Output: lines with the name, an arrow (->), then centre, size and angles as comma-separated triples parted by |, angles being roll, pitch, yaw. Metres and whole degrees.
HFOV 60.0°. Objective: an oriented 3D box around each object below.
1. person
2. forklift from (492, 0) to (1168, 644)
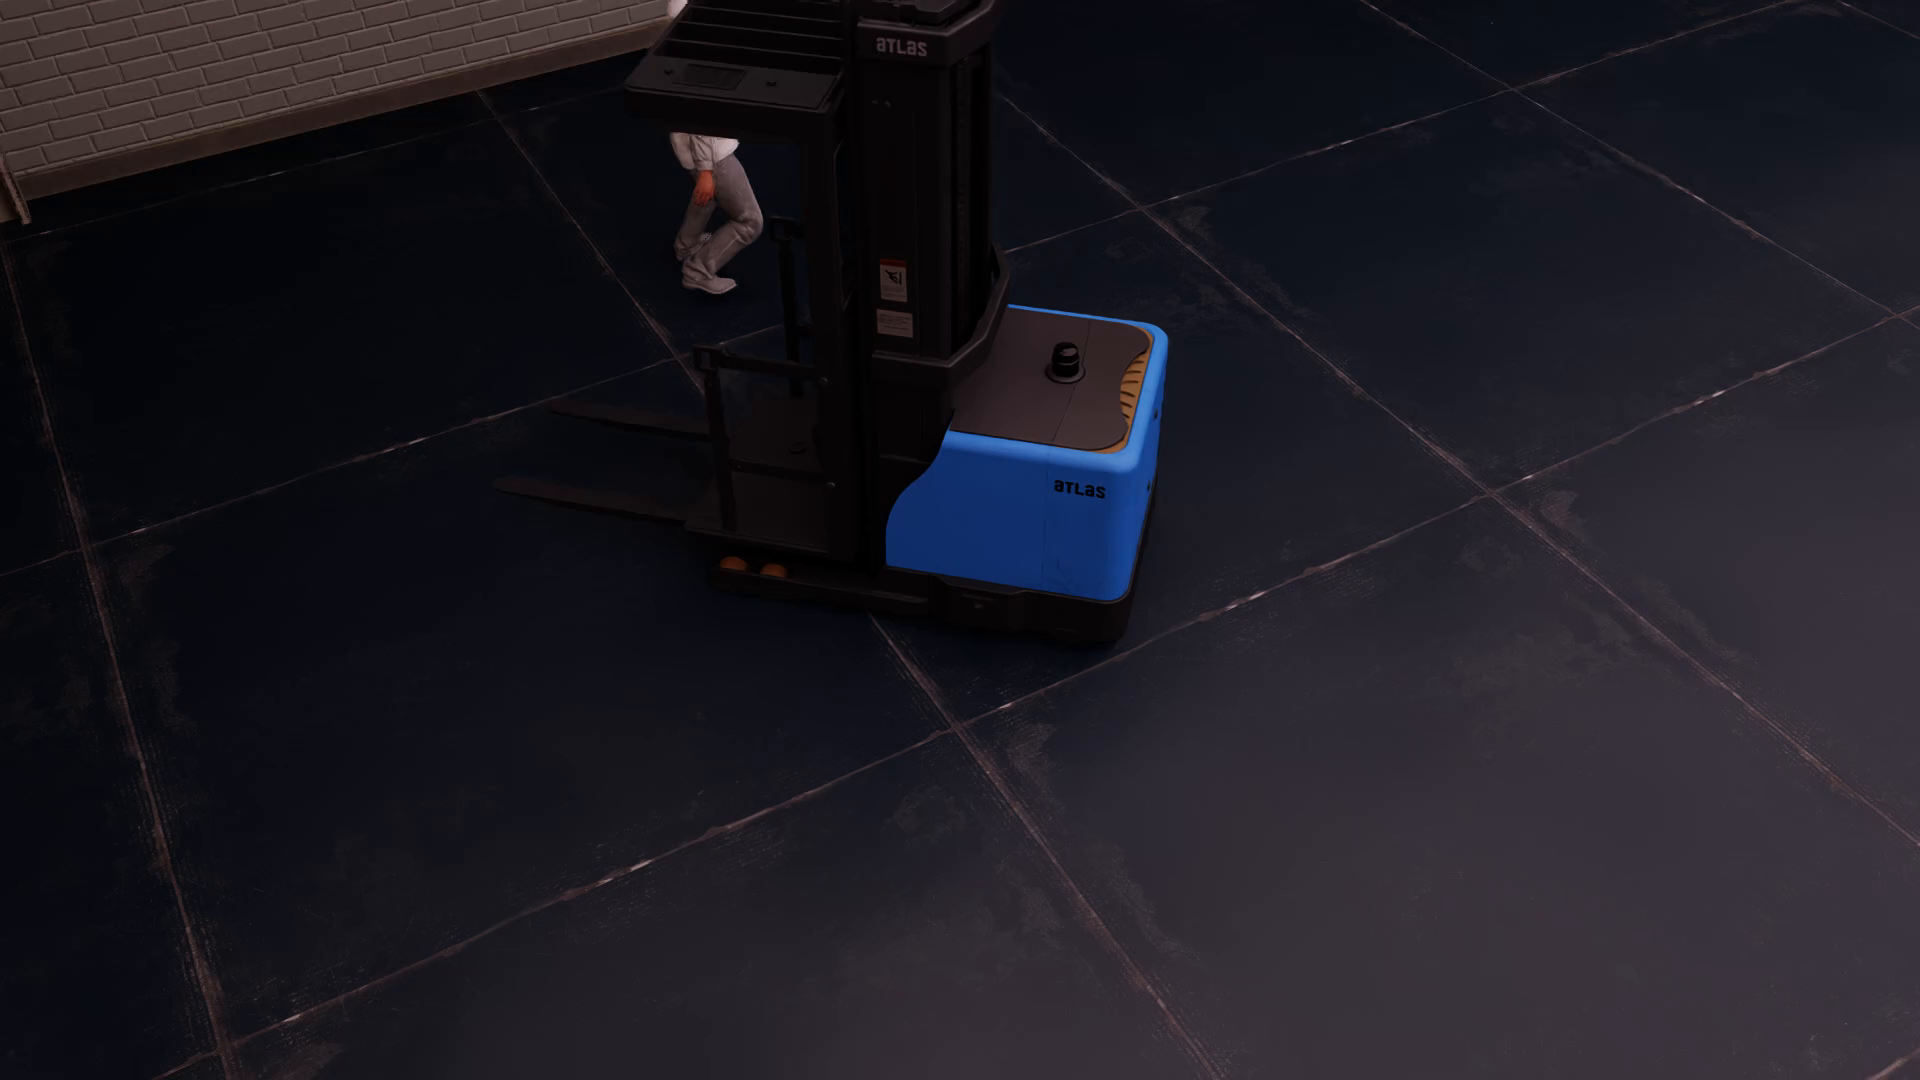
person -> -1.369, -2.117, 8.903 | 0.485, 1.689, 0.885 | -13, 44, -13
forklift -> -0.646, -1.145, 6.932 | 3.031, 2.935, 1.130 | 9, 44, 10
